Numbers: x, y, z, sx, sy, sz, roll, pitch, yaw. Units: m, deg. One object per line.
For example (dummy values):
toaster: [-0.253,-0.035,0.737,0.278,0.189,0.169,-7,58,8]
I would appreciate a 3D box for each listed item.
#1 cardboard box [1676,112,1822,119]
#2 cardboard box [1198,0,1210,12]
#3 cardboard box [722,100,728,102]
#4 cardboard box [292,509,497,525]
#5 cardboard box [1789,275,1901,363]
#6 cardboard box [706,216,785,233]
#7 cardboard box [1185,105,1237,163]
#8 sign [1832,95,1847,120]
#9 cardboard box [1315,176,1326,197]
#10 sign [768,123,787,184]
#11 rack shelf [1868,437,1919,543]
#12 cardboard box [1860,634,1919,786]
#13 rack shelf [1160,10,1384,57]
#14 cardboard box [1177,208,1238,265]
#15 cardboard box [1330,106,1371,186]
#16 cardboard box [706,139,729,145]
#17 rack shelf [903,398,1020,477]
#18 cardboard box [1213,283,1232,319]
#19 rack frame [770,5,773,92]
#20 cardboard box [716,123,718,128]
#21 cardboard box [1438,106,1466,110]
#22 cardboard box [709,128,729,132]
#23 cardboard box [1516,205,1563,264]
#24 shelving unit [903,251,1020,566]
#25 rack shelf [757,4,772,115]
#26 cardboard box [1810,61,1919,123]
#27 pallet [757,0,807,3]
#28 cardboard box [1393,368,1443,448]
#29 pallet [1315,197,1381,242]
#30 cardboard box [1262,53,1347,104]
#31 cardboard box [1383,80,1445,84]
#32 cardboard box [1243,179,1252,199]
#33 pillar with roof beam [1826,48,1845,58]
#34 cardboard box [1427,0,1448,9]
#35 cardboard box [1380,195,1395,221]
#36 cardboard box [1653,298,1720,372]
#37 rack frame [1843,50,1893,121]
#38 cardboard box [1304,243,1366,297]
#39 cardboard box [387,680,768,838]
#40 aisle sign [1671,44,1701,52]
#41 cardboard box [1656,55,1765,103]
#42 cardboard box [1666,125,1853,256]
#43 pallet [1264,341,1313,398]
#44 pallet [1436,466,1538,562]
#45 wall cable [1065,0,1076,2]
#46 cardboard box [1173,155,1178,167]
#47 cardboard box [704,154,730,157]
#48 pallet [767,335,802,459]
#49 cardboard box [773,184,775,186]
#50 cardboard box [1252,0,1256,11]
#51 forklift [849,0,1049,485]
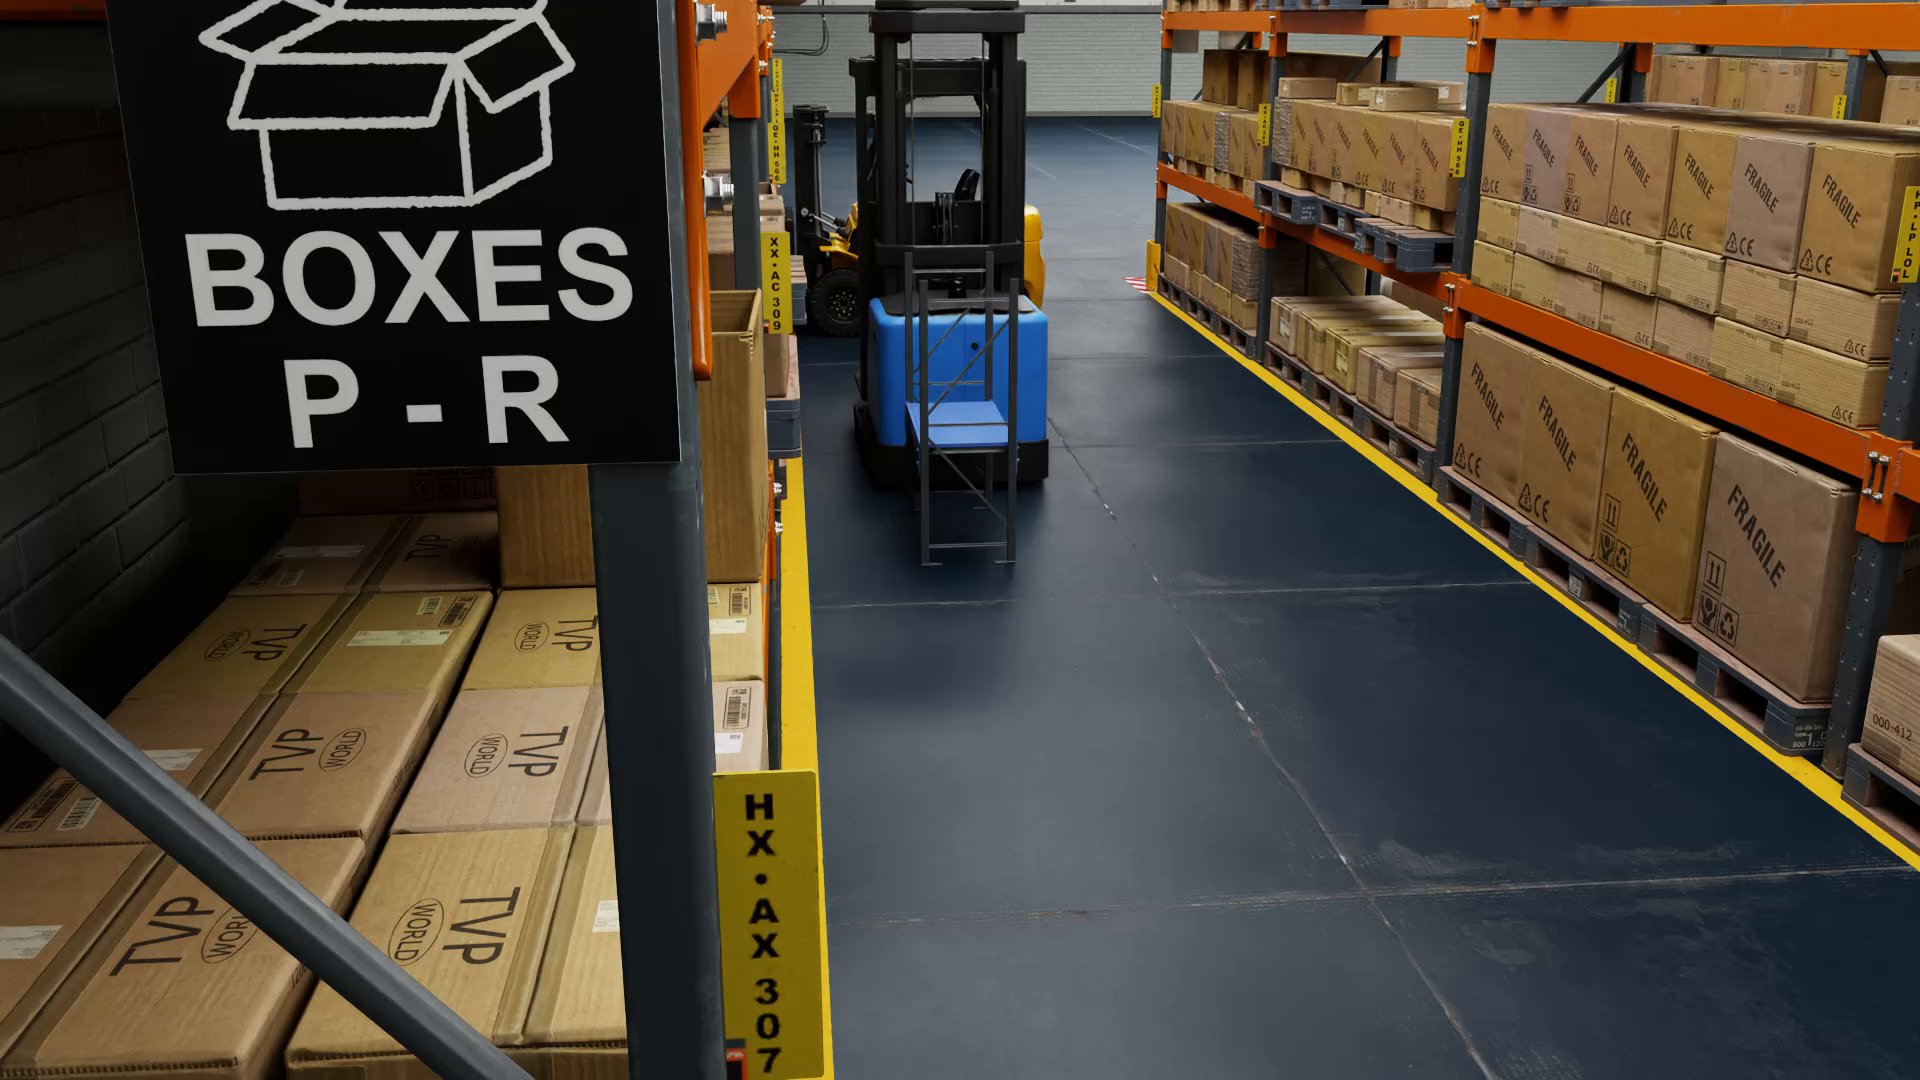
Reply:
cardboard box: [3.810,-1.820,8.131,0.500,0.500,0.500,-2,18,-6]
cardboard box: [2.414,-4.943,15.326,0.380,0.149,0.250,-2,17,-5]
cardboard box: [-1.848,-3.534,13.678,0.380,0.149,0.250,-2,18,-7]
cardboard box: [-1.241,-0.007,3.947,0.500,0.250,0.500,-1,17,-4]
cardboard box: [3.516,-0.841,6.265,0.500,0.250,0.500,-2,18,-6]
cardboard box: [-1.014,-0.949,6.325,0.700,0.500,0.500,-2,17,-5]
cardboard box: [2.449,-3.860,15.800,0.500,0.500,0.500,-2,18,-7]
sign: [7.339,-3.550,13.900,0.100,0.325,0.005,-2,18,-6]
cardboard box: [2.828,-2.605,12.186,0.380,0.149,0.250,-2,17,-5]
sign: [-1.007,-2.122,9.127,0.100,0.325,0.005,-2,18,-6]
rack shelf: [4.010,0.389,4.132,1.077,0.370,4.000,-2,18,-6]
cardboard box: [3.761,0.662,5.637,0.875,0.438,0.875,-2,18,-6]
rack shelf: [2.772,-4.618,15.071,1.077,0.370,4.000,-2,18,-6]
cardboard box: [2.435,-2.960,16.236,0.500,0.500,0.500,-2,18,-8]
cardboard box: [2.895,-2.726,11.487,0.500,0.500,0.500,-2,18,-8]
cardboard box: [-1.541,-2.662,11.398,0.380,0.149,0.250,-2,18,-5]
rack shelf: [-0.009,-0.569,9.087,0.538,0.185,1.000,-2,18,-6]
cardboard box: [2.585,-2.149,14.903,0.500,0.250,0.500,-2,18,-7]
rack frame: [-2.371,-3.971,16.819,1.000,3.000,0.127,-2,18,-6]
cardboard box: [-1.813,-3.394,13.729,0.380,0.149,0.250,-2,18,-6]
cardboard box: [3.408,-2.736,11.519,0.500,0.500,0.500,-2,18,-8]
cardboard box: [-1.703,-3.042,12.608,0.380,0.149,0.250,-1,17,-4]
cardboard box: [3.250,-1.597,8.670,0.500,0.250,0.500,-1,17,-4]
shelving unit: [-0.009,-0.741,9.033,0.538,1.500,1.048,-2,18,-6]
rack shelf: [-1.340,-2.080,6.987,1.077,0.370,4.000,-2,18,-6]
cardboard box: [7.888,-3.815,14.267,0.875,0.550,0.550,-2,18,-6]
pallet: [-1.131,-1.934,5.635,1.213,0.211,1.003,-2,18,-6]
cardboard box: [3.342,-0.857,10.587,0.950,0.372,0.625,-3,18,-9]
pallet: [3.146,-2.239,11.622,1.003,0.211,1.213,-2,18,-6]
cardboard box: [3.093,-4.042,14.710,0.700,0.500,0.500,-2,18,-7]
cardboard box: [3.334,-3.298,12.226,0.380,0.149,0.250,-2,18,-7]
cardboard box: [2.609,-2.975,14.063,0.380,0.149,0.250,-1,17,-4]
pillar with roof beam: [20.760,-16.376,46.317,9.100,9.000,0.400,-2,18,-6]
cardboard box: [3.303,-3.504,10.155,0.700,0.500,0.500,-2,18,-6]
cardboard box: [2.935,-2.140,10.703,0.380,0.149,0.250,-3,18,-8]
cardboard box: [3.422,-0.907,7.310,0.500,0.250,0.500,-2,18,-7]
rack frame: [7.891,-3.117,14.098,1.000,3.000,0.127,-2,18,-6]
cardboard box: [3.186,-2.364,14.338,0.500,0.500,0.500,-1,17,-3]
cardboard box: [-0.552,0.432,2.548,0.500,0.250,0.500,-2,17,-5]
aisle sign: [7.770,-5.579,17.601,0.394,0.787,0.004,-2,18,-6]
cardboard box: [7.627,-4.623,16.841,0.875,0.550,0.550,-2,18,-6]
cardboard box: [3.414,-1.506,7.131,0.500,0.500,0.500,-1,17,-4]
pallet: [3.060,-1.372,13.194,1.003,0.211,1.213,-2,18,-6]
pallet: [3.397,-0.175,9.381,1.003,0.211,1.213,-2,18,-6]
wall cable: [4.166,-18.366,46.976,2.305,6.003,0.169,-2,18,-6]
cardboard box: [2.395,-3.898,17.006,0.380,0.149,0.250,-2,18,-5]
cardboard box: [-1.406,-2.282,10.187,0.380,0.149,0.250,-2,17,-5]
pallet: [-1.107,-0.546,6.229,1.003,0.211,1.213,-2,18,-6]
cardboard box: [-1.435,-2.200,10.593,0.500,0.250,0.500,-2,18,-7]
cardboard box: [2.653,-4.483,13.861,0.380,0.149,0.250,-2,18,-5]
forklift: [-0.152,-2.128,11.061,1.130,2.935,3.031,-2,18,-7]
